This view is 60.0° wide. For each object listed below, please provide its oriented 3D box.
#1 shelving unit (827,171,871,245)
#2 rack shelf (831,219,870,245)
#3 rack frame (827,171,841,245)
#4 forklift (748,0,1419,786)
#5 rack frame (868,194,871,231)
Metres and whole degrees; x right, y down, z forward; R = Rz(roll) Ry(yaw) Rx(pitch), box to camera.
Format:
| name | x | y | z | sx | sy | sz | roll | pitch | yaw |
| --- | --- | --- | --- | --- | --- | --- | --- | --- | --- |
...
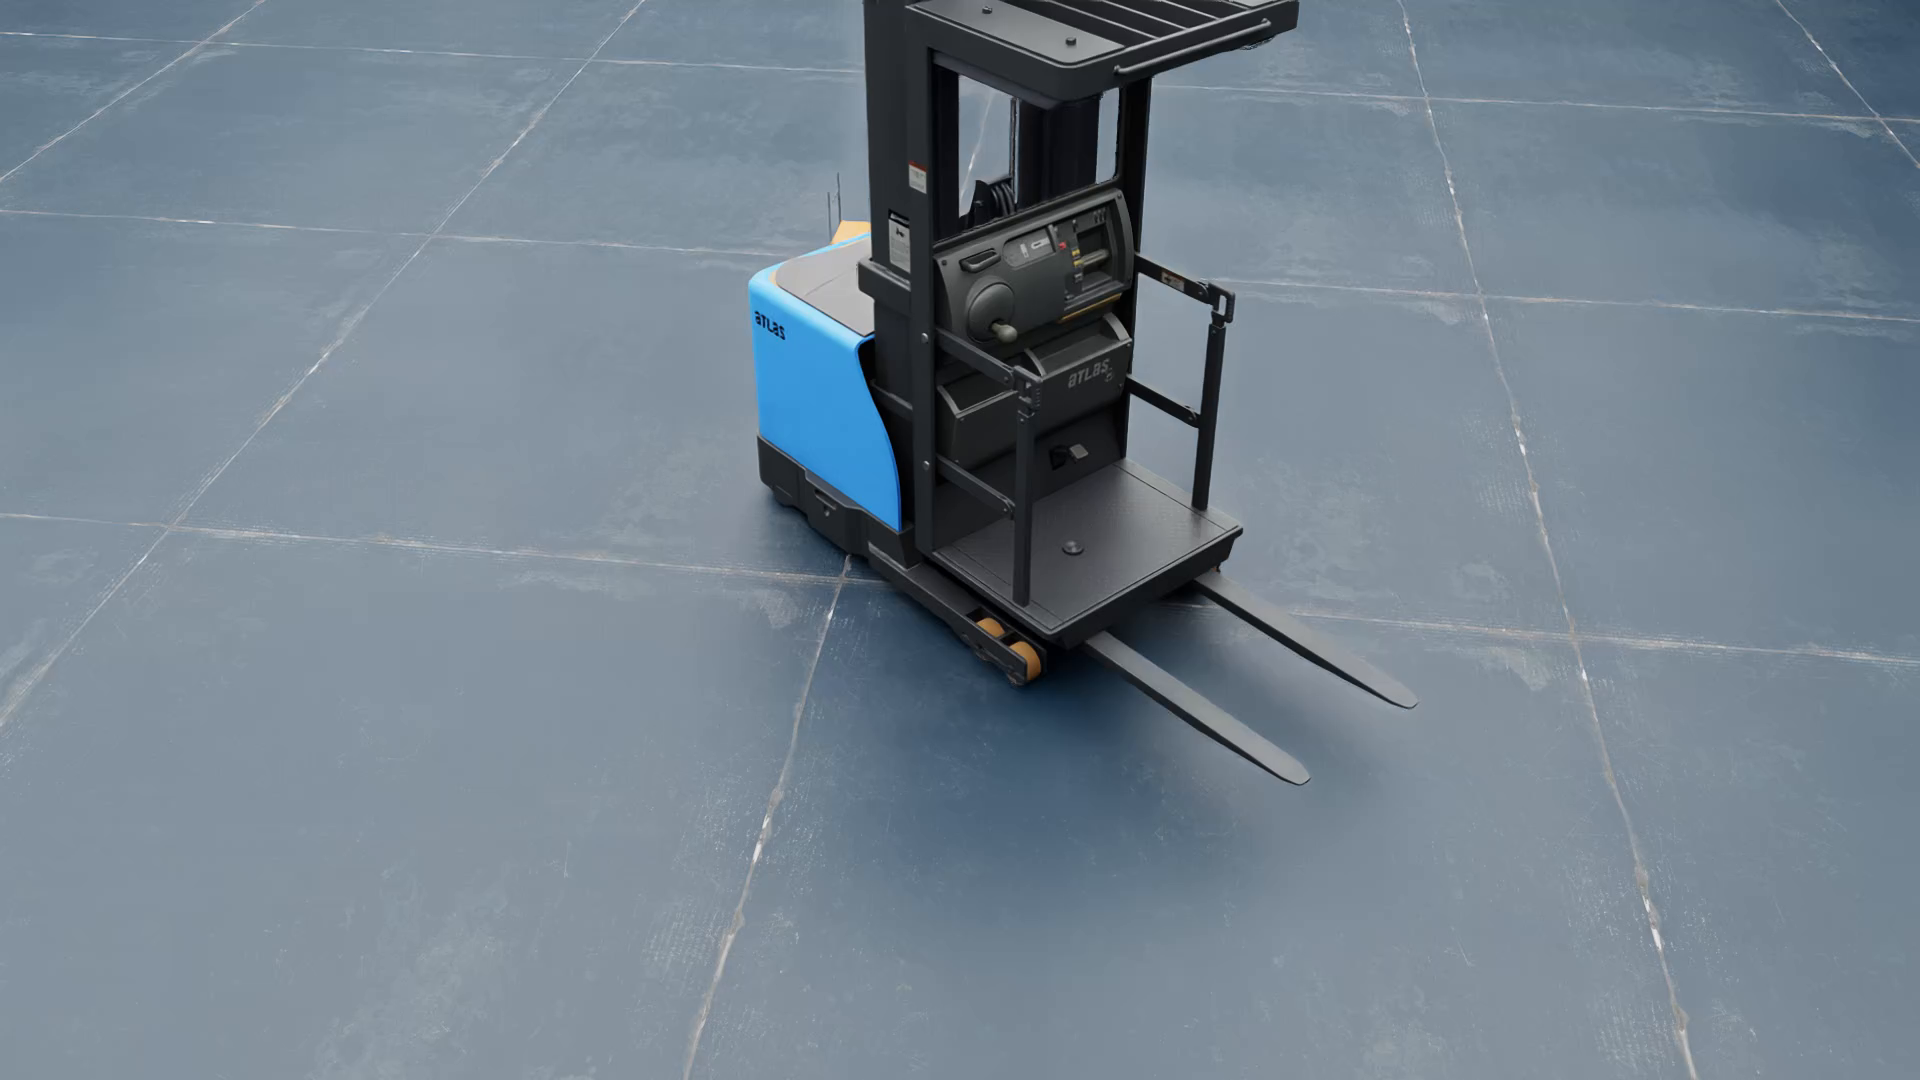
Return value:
| name | x | y | z | sx | sy | sz | roll | pitch | yaw |
| --- | --- | --- | --- | --- | --- | --- | --- | --- | --- |
| shelving unit | -0.474 | -1.101 | 7.757 | 0.189 | 1.200 | 0.258 | 4 | 35 | 6 |
| rack shelf | -0.475 | -1.359 | 7.576 | 0.180 | 0.103 | 0.258 | 4 | 35 | 6 |
| rack frame | -0.565 | -1.108 | 7.767 | 0.006 | 1.200 | 0.240 | 4 | 35 | 6 |
| forklift | 0.433 | -0.965 | 6.079 | 1.130 | 2.935 | 3.031 | -26 | 43 | -32 |
| rack frame | -0.383 | -1.094 | 7.747 | 0.006 | 1.200 | 0.240 | 4 | 35 | 6 |
